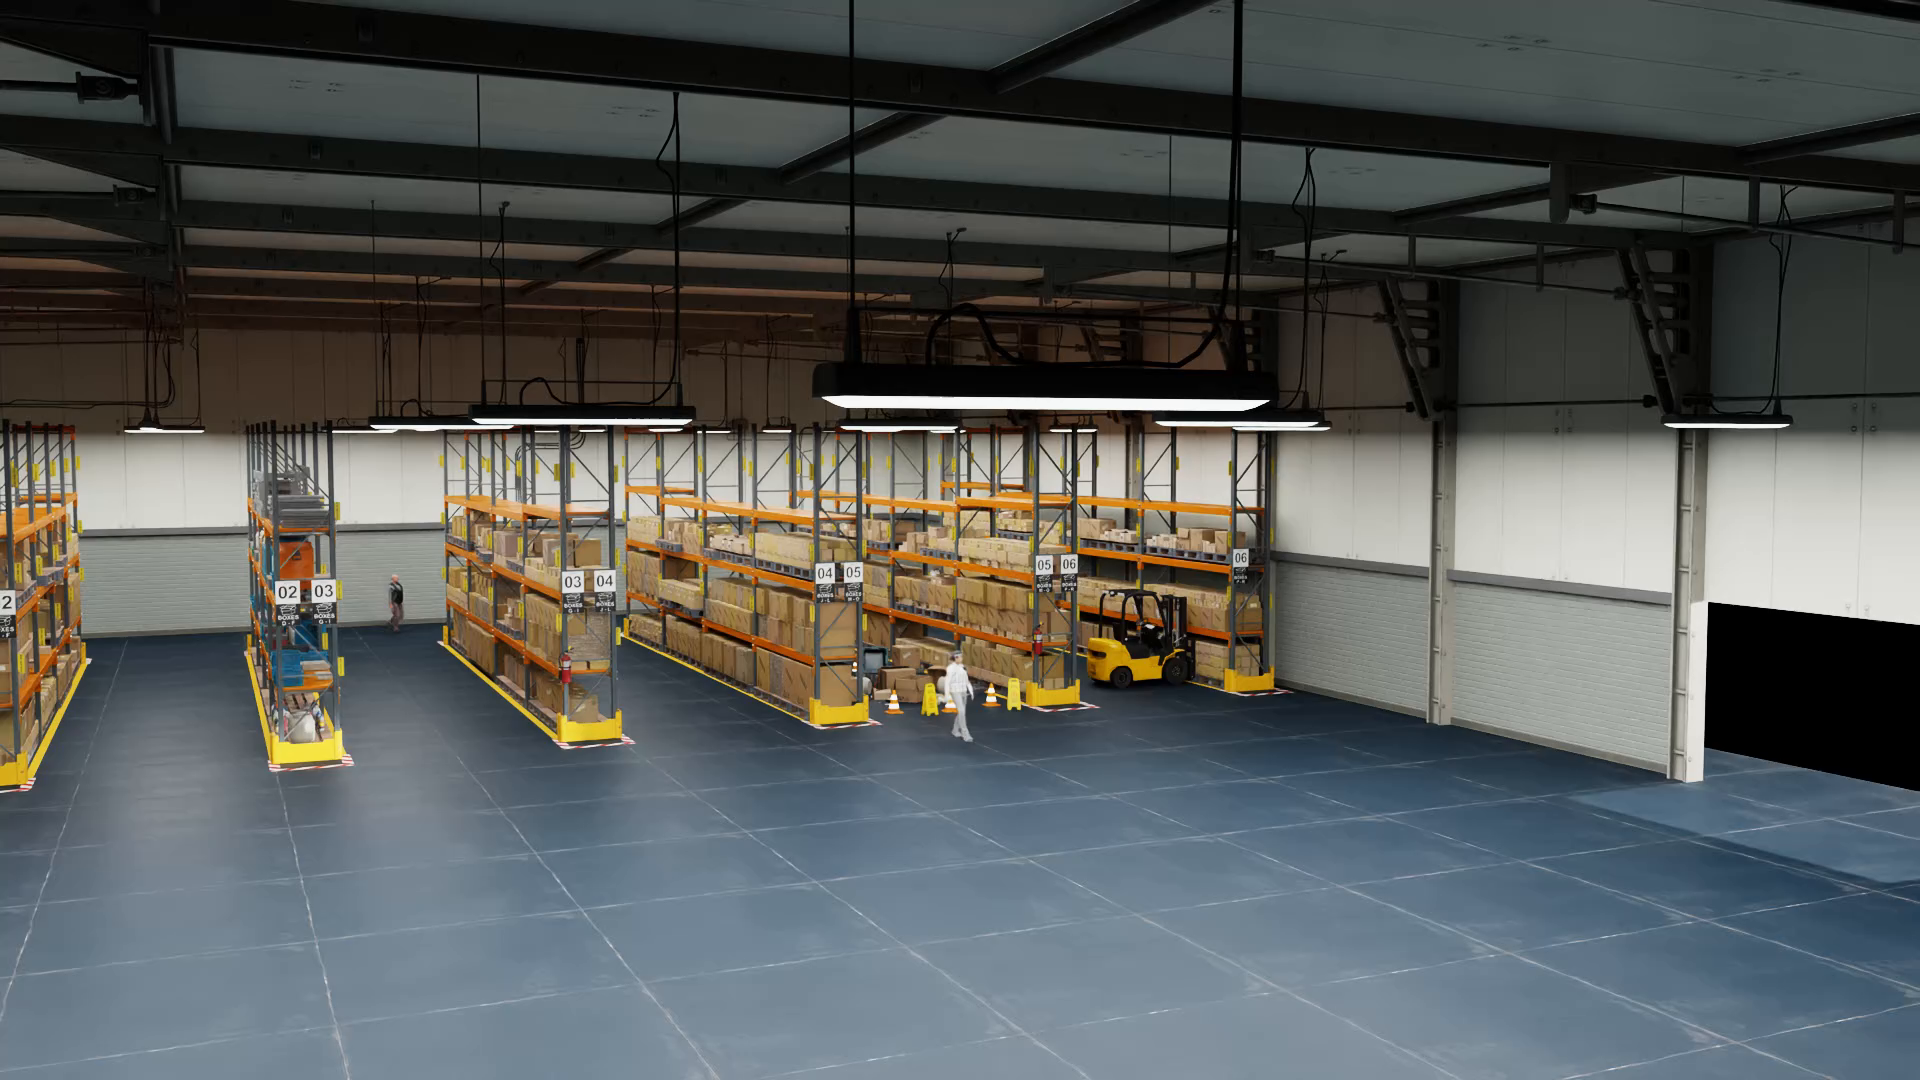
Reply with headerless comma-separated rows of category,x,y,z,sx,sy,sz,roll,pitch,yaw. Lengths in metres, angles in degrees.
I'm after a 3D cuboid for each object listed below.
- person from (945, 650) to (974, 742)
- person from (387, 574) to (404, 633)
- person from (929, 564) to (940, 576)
person,0.064,2.934,31.500,0.734,1.672,0.516,3,5,41
person,-16.384,1.843,48.151,0.613,1.709,0.548,1,4,18
person,-0.743,1.532,52.961,0.913,1.735,0.536,-2,4,-29
